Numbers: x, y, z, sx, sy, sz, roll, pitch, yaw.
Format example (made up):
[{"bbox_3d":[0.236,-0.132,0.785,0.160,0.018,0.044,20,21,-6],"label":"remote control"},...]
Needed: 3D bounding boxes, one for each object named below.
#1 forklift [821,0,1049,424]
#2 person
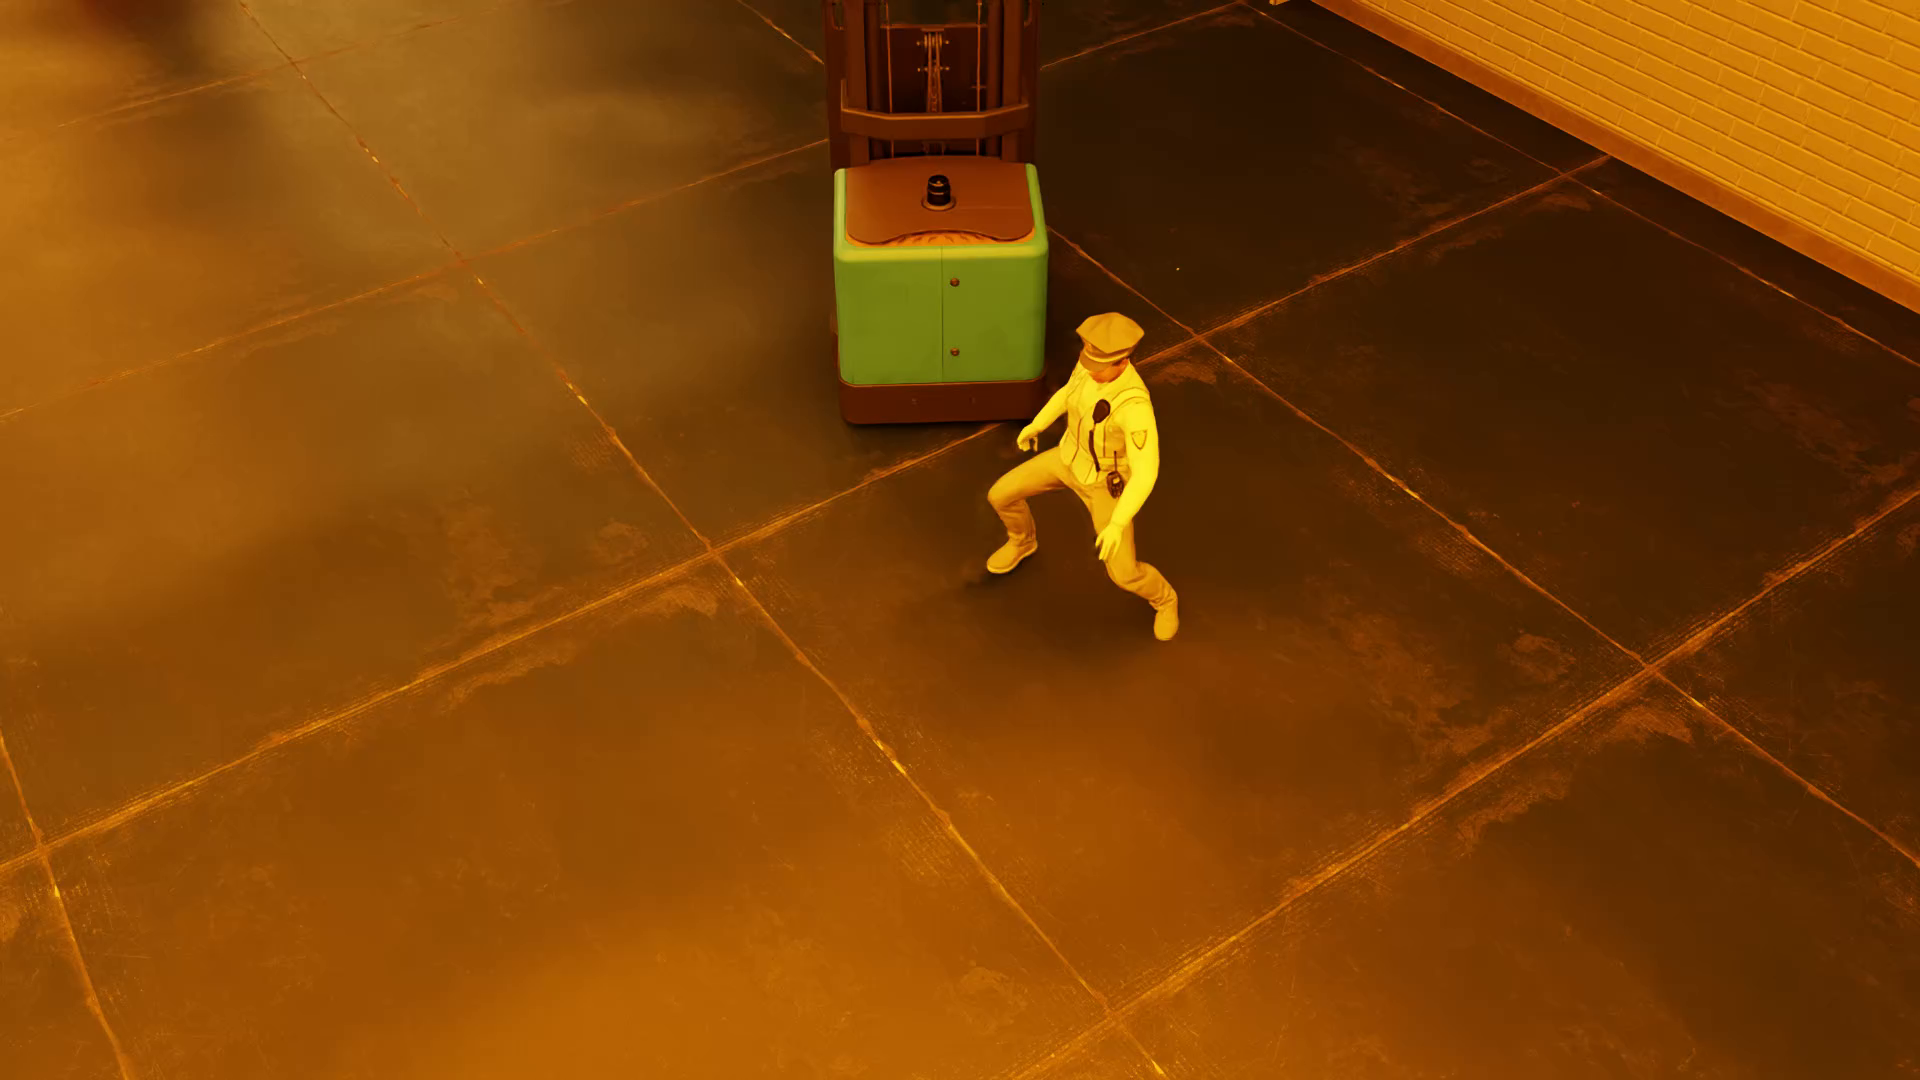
[{"bbox_3d":[-0.156,-2.648,8.589,1.130,2.935,3.031,-2,43,-2],"label":"forklift"},{"bbox_3d":[0.589,-0.271,7.078,0.687,1.545,0.881,-21,47,-21],"label":"person"}]
